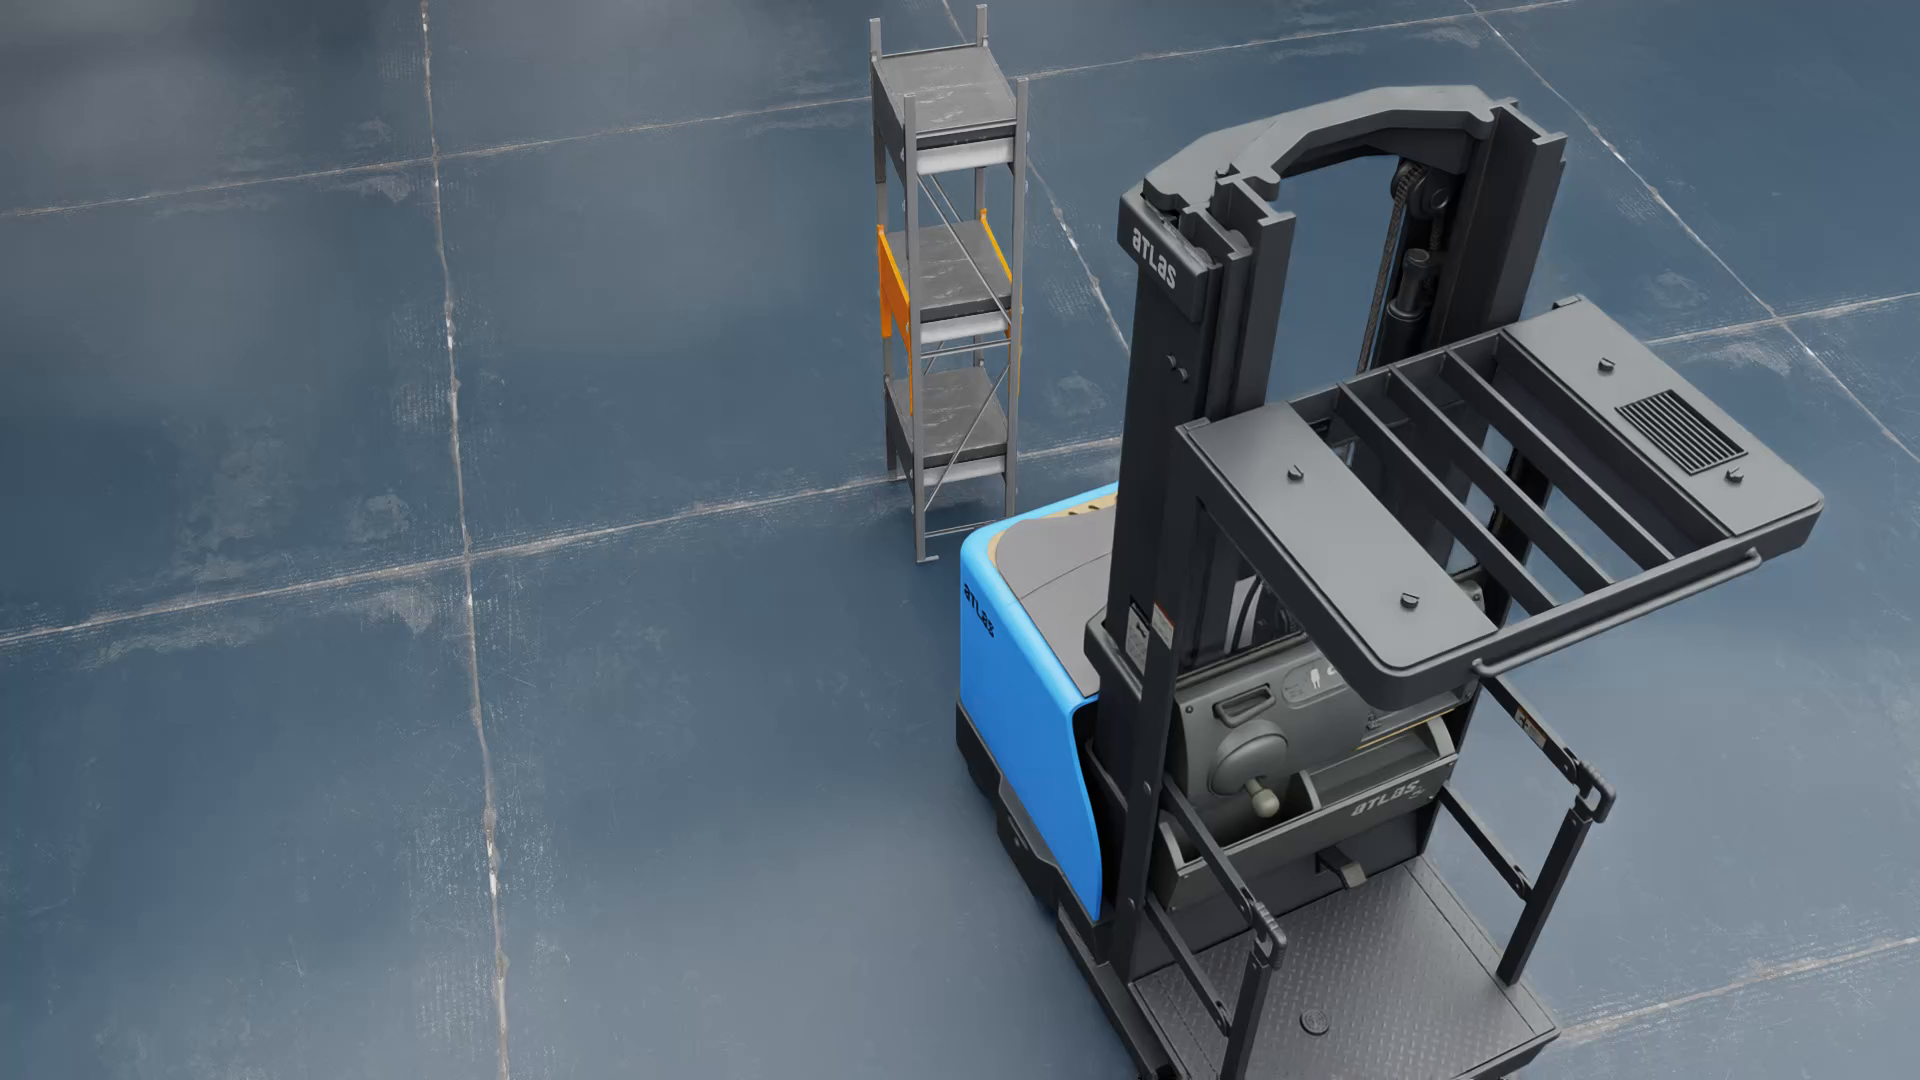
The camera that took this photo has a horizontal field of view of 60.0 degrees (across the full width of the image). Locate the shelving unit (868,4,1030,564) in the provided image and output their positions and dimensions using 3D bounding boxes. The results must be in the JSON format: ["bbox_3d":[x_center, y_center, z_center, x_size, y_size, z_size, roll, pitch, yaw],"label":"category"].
[{"bbox_3d":[-0.042,-0.849,6.112,0.431,2.100,0.503,-11,47,-10],"label":"shelving unit"}]

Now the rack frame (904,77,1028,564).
[{"bbox_3d":[0.020,-0.681,5.947,0.400,2.100,0.015,-11,47,-10],"label":"rack frame"}]

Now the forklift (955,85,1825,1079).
[{"bbox_3d":[1.072,0.512,4.196,1.130,2.935,3.031,-19,48,-17],"label":"forklift"}]

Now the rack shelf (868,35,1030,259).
[{"bbox_3d":[-0.042,-1.330,5.622,0.431,0.518,0.480,-11,47,-10],"label":"rack shelf"}]

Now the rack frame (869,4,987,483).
[{"bbox_3d":[-0.105,-1.018,6.277,0.400,2.100,0.015,-11,47,-10],"label":"rack frame"}]

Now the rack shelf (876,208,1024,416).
[{"bbox_3d":[-0.042,-0.840,6.122,0.431,0.518,0.480,-11,47,-10],"label":"rack shelf"}]

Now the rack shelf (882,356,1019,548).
[{"bbox_3d":[-0.042,-0.350,6.622,0.431,0.518,0.480,-11,47,-10],"label":"rack shelf"}]
